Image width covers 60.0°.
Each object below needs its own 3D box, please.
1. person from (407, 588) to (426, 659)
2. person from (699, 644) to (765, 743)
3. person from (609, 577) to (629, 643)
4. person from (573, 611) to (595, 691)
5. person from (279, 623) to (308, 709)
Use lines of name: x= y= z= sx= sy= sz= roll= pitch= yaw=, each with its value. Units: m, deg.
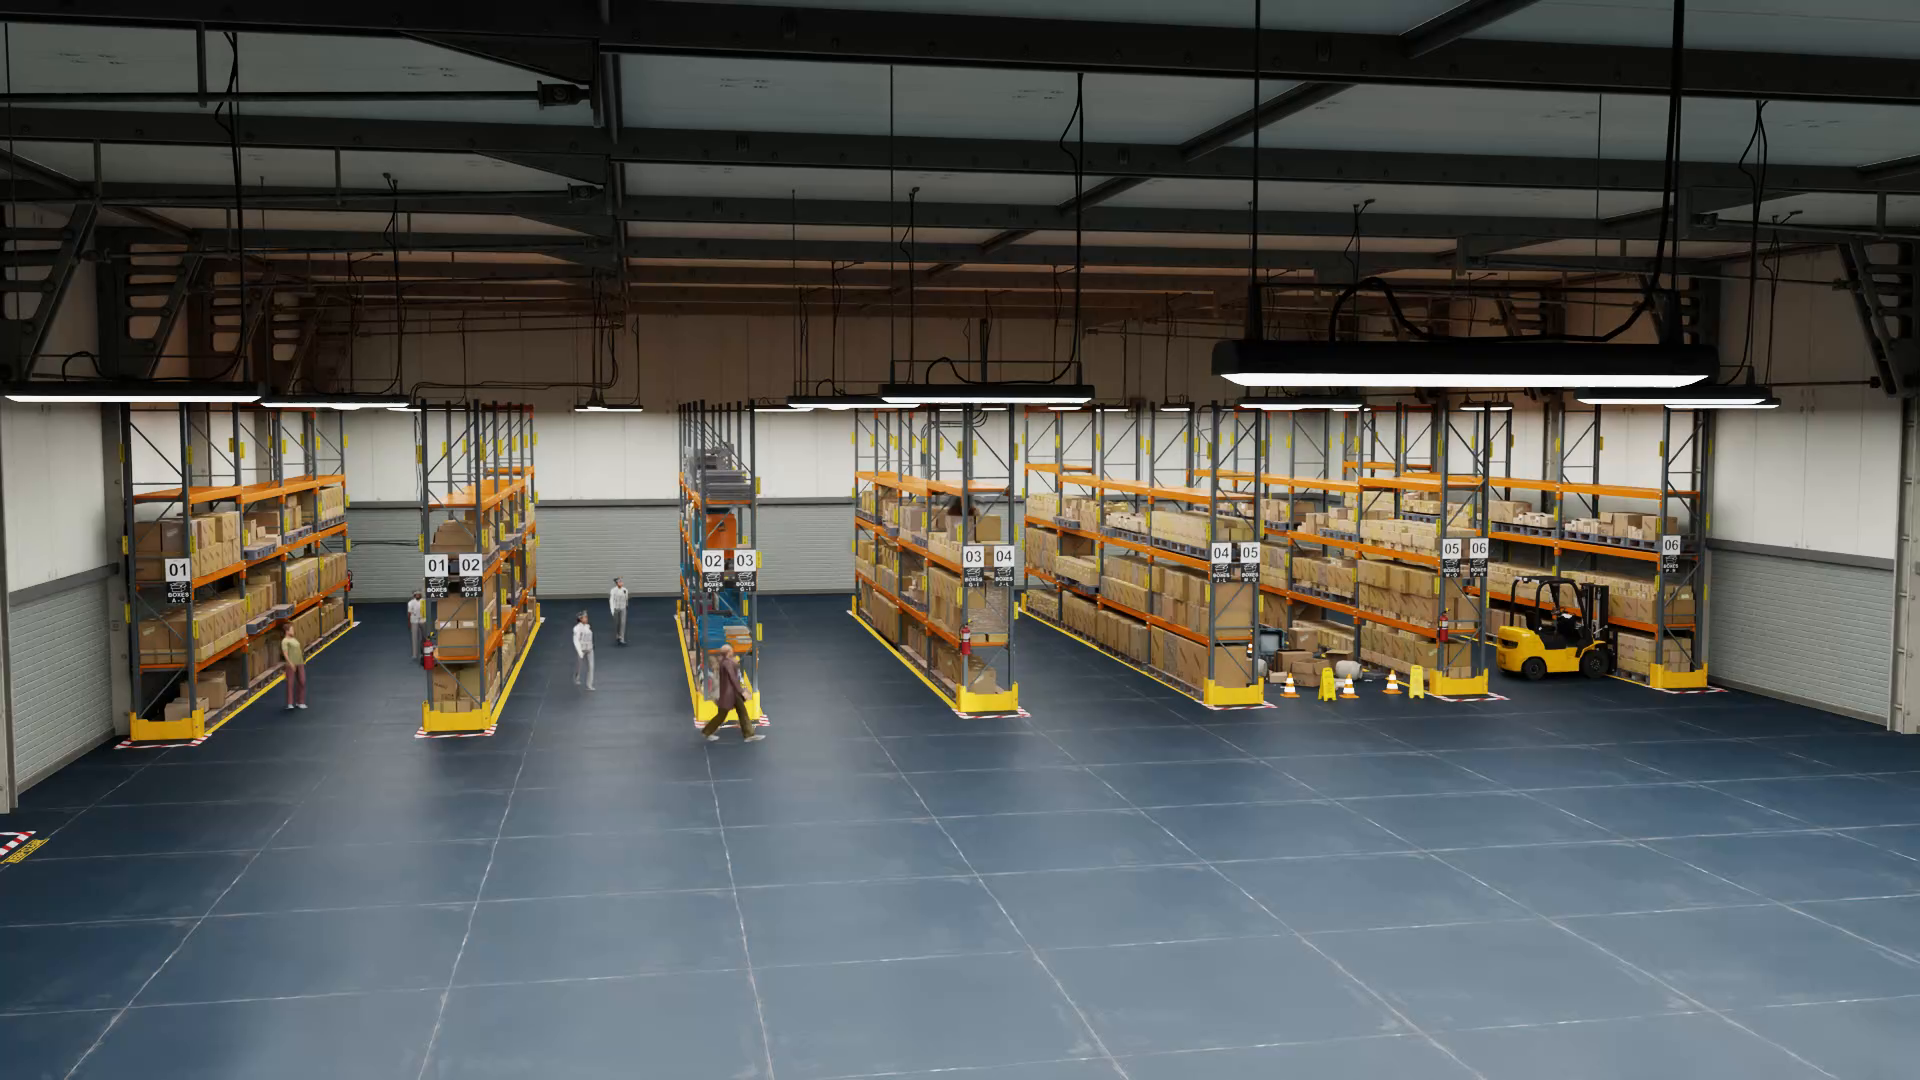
person: x=-12.722 y=1.943 z=39.168 sx=0.574 sy=1.639 sz=0.987 roll=-1 pitch=4 yaw=-12
person: x=-3.980 y=2.681 z=28.970 sx=1.123 sy=1.733 sz=0.545 roll=1 pitch=4 yaw=10
person: x=-8.582 y=1.738 z=41.855 sx=0.467 sy=1.644 sz=0.948 roll=-1 pitch=4 yaw=-9
person: x=-7.842 y=2.282 z=34.596 sx=0.456 sy=1.638 sz=0.914 roll=-2 pitch=5 yaw=-25
person: x=-12.947 y=2.470 z=32.300 sx=0.586 sy=1.699 sz=0.482 roll=3 pitch=5 yaw=35
